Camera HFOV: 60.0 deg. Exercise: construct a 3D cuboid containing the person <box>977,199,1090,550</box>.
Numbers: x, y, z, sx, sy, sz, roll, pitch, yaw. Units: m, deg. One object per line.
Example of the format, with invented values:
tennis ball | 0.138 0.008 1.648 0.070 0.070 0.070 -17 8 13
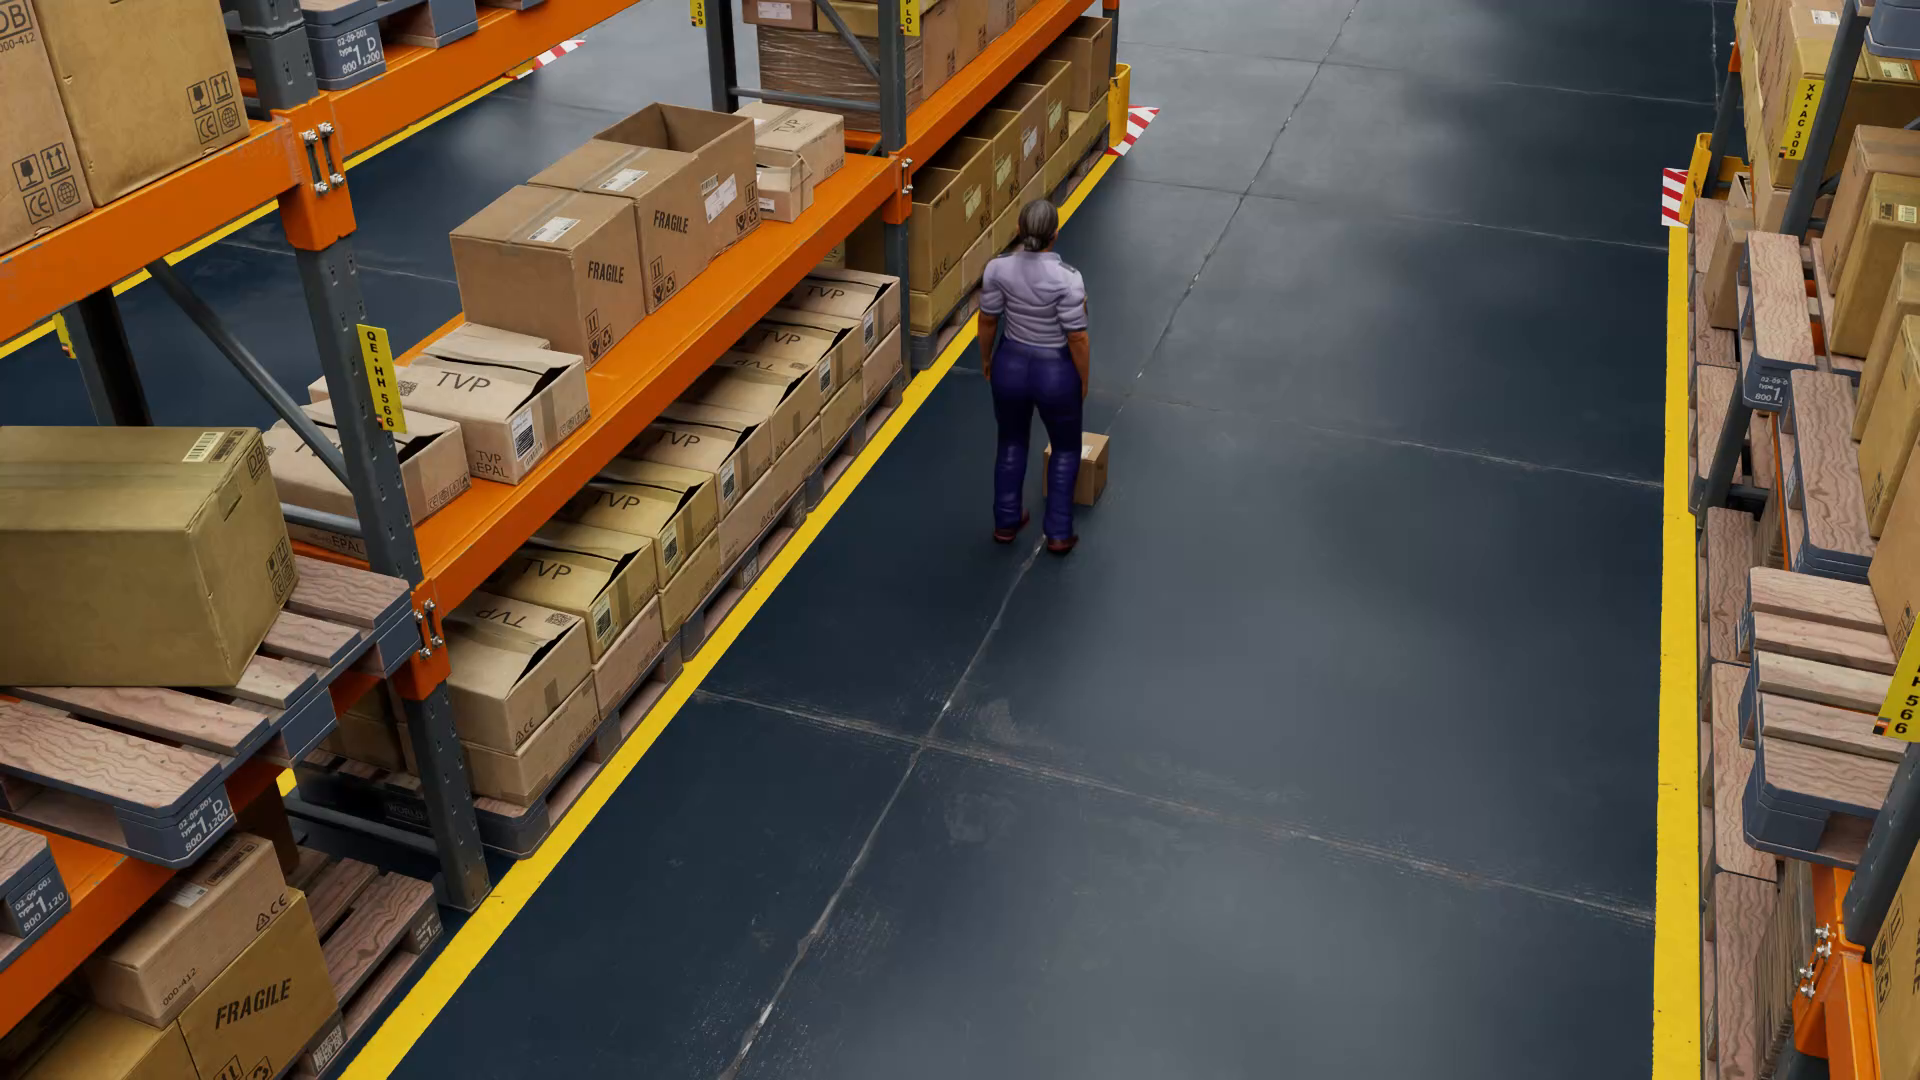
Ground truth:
person | 0.321 -0.690 7.269 0.512 1.703 0.340 12 35 17
